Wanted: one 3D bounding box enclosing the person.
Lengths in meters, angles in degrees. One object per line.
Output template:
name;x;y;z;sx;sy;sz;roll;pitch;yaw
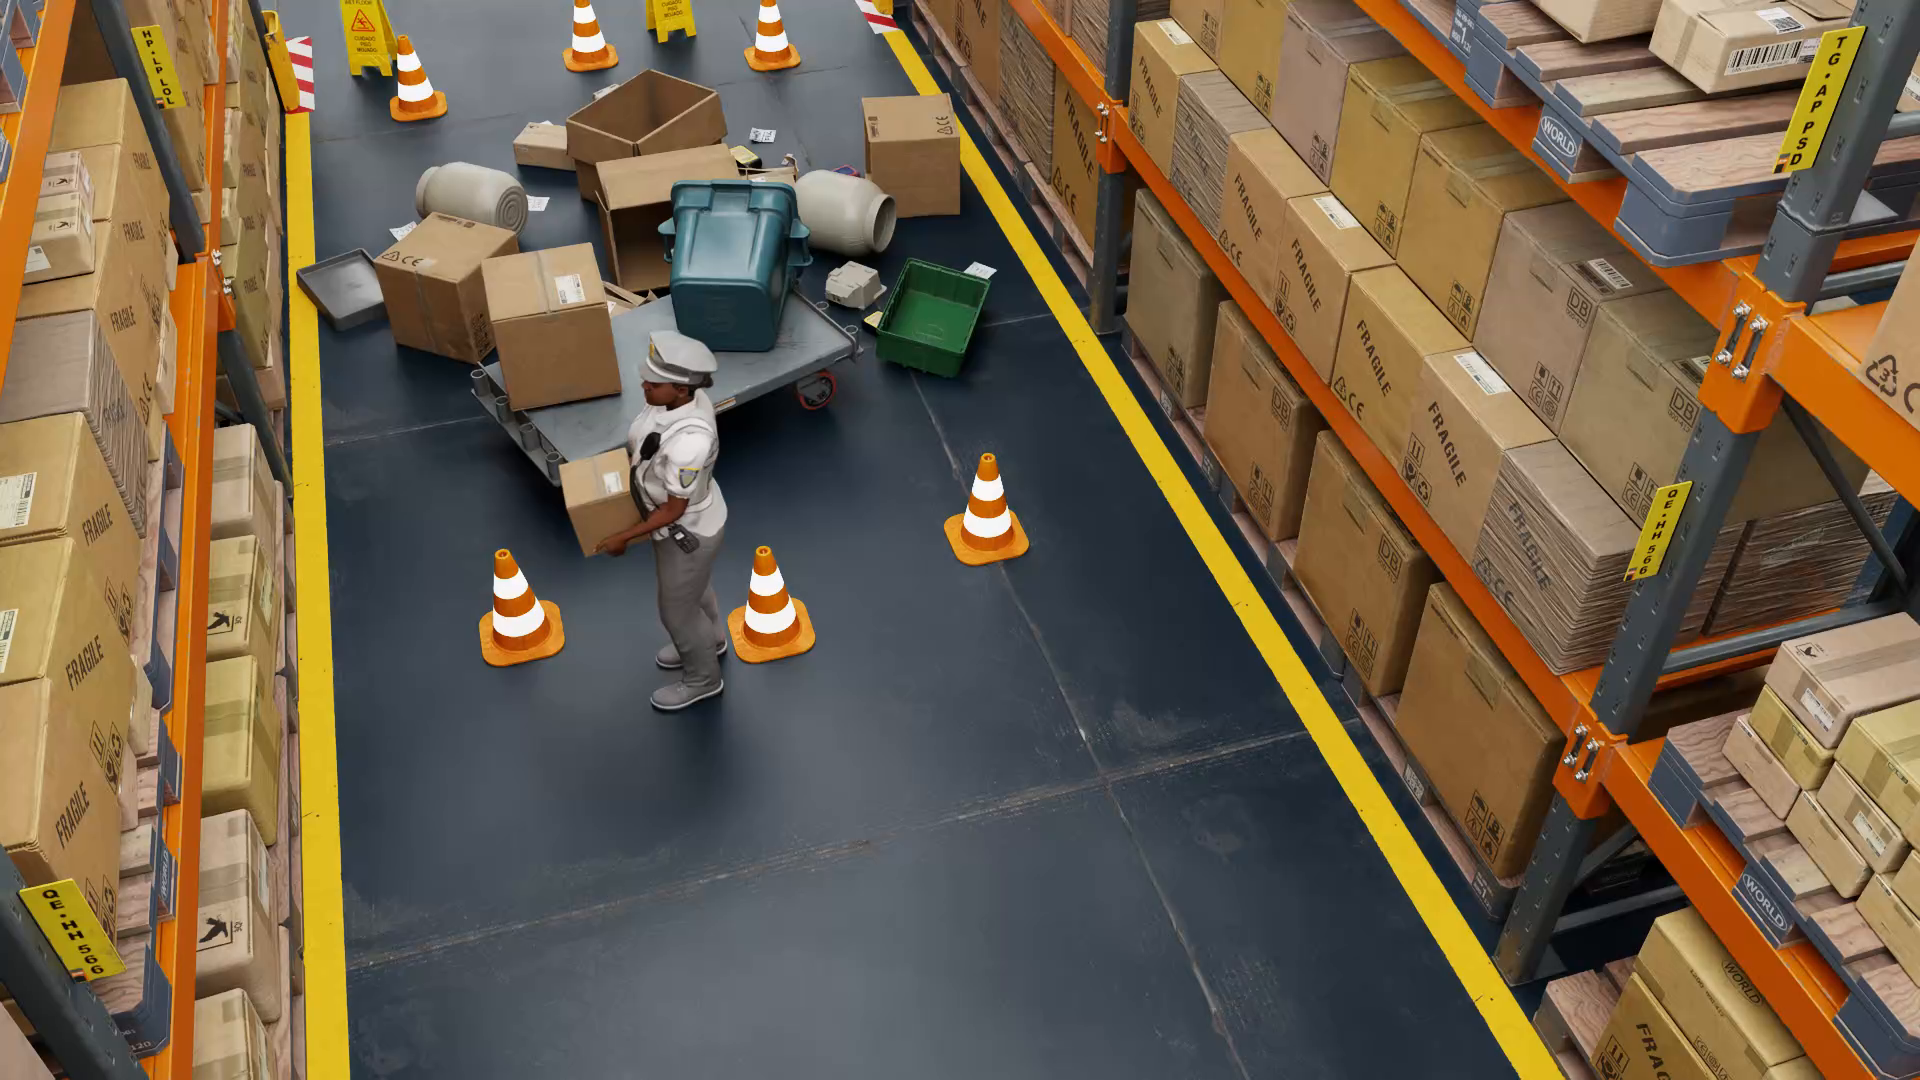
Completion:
person;-1.108;-0.058;6.205;0.534;1.688;0.450;-11;44;-12
